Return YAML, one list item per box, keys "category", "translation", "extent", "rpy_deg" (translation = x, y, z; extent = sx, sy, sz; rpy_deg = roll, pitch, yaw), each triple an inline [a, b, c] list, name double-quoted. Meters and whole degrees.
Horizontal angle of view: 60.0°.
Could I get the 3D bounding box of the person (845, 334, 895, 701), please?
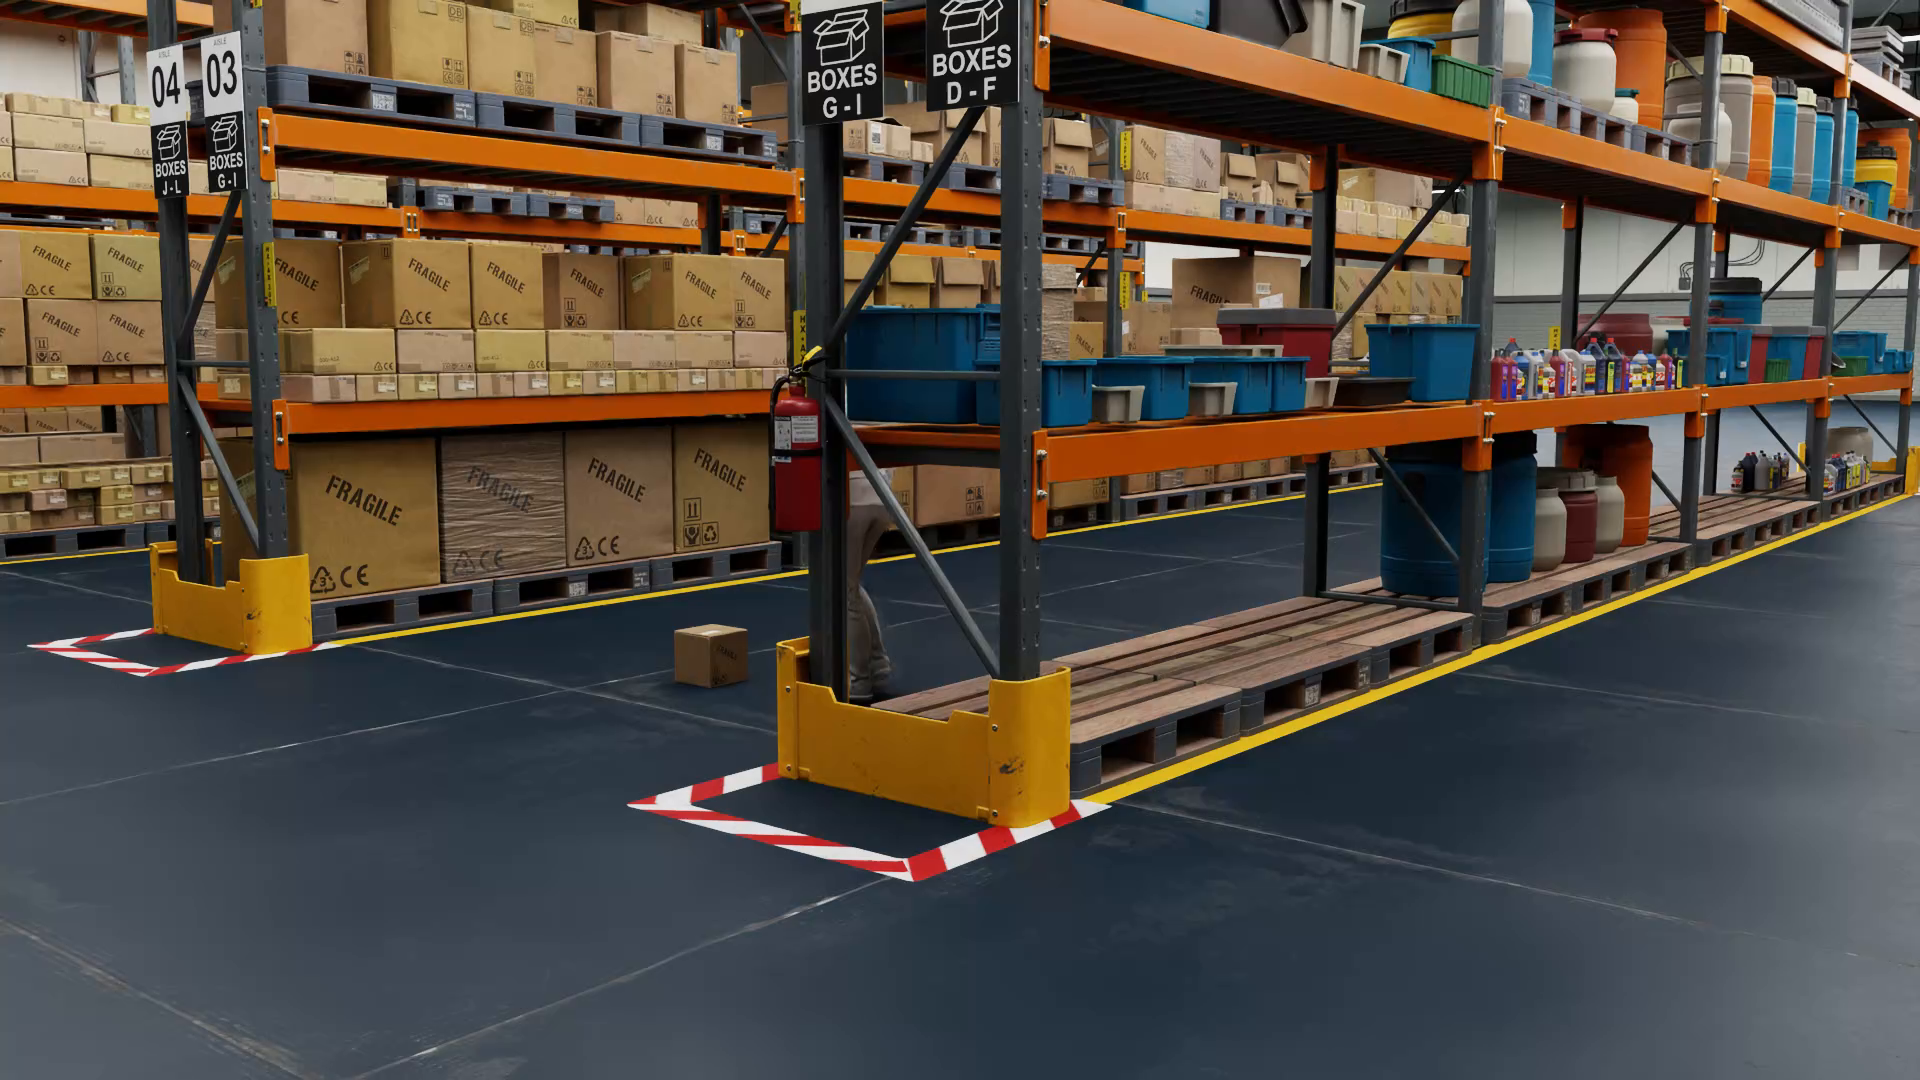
- category: "person"
  translation: [-0.511, -0.099, 7.524]
  extent: [0.375, 1.689, 0.505]
  rpy_deg: [5, 8, 36]
